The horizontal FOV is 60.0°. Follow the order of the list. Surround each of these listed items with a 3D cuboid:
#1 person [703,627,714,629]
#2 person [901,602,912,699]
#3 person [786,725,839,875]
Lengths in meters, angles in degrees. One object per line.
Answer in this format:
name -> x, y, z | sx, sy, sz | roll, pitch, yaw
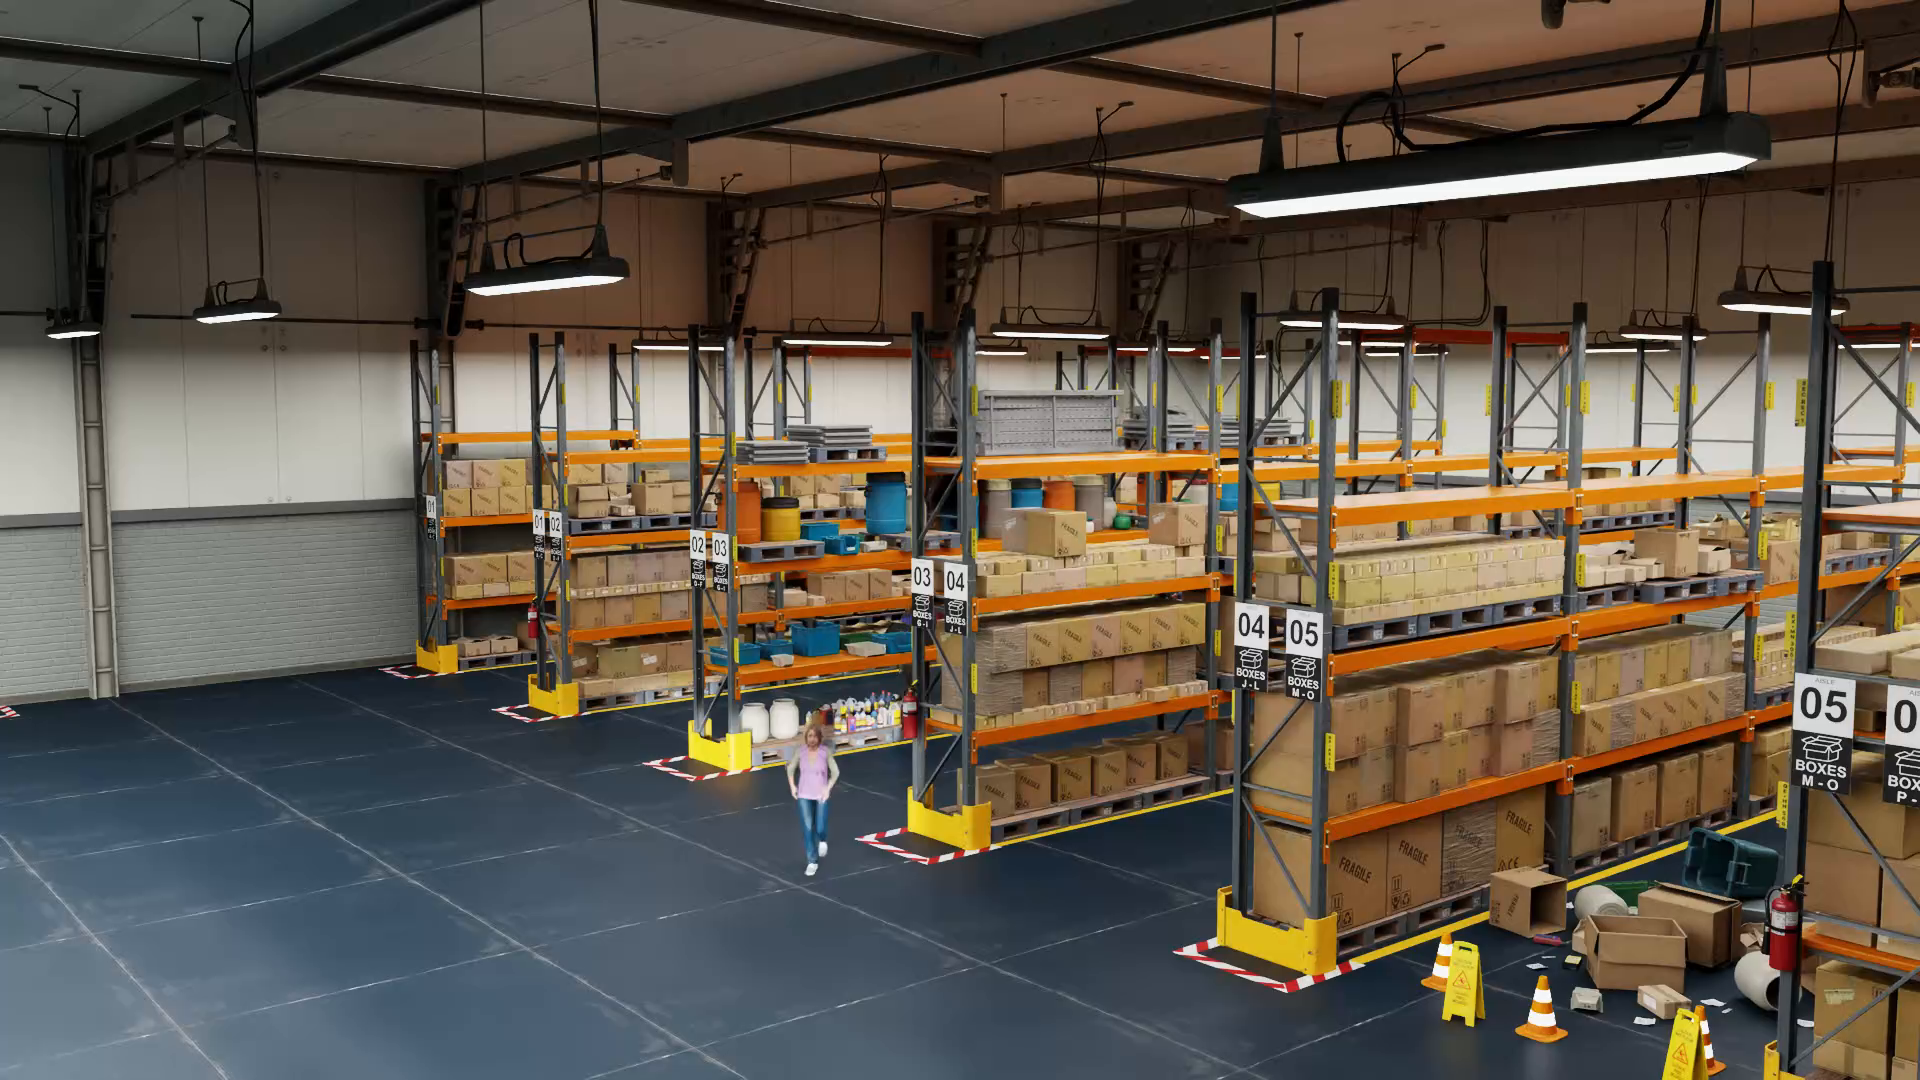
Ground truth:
person -> -4.588, 1.435, 30.583 | 0.638, 1.840, 0.774 | 4, 7, 39
person -> -0.767, 1.827, 27.427 | 0.579, 1.637, 0.764 | 3, 6, 33
person -> -1.576, 2.747, 17.802 | 0.565, 1.574, 0.589 | 0, 5, 0
